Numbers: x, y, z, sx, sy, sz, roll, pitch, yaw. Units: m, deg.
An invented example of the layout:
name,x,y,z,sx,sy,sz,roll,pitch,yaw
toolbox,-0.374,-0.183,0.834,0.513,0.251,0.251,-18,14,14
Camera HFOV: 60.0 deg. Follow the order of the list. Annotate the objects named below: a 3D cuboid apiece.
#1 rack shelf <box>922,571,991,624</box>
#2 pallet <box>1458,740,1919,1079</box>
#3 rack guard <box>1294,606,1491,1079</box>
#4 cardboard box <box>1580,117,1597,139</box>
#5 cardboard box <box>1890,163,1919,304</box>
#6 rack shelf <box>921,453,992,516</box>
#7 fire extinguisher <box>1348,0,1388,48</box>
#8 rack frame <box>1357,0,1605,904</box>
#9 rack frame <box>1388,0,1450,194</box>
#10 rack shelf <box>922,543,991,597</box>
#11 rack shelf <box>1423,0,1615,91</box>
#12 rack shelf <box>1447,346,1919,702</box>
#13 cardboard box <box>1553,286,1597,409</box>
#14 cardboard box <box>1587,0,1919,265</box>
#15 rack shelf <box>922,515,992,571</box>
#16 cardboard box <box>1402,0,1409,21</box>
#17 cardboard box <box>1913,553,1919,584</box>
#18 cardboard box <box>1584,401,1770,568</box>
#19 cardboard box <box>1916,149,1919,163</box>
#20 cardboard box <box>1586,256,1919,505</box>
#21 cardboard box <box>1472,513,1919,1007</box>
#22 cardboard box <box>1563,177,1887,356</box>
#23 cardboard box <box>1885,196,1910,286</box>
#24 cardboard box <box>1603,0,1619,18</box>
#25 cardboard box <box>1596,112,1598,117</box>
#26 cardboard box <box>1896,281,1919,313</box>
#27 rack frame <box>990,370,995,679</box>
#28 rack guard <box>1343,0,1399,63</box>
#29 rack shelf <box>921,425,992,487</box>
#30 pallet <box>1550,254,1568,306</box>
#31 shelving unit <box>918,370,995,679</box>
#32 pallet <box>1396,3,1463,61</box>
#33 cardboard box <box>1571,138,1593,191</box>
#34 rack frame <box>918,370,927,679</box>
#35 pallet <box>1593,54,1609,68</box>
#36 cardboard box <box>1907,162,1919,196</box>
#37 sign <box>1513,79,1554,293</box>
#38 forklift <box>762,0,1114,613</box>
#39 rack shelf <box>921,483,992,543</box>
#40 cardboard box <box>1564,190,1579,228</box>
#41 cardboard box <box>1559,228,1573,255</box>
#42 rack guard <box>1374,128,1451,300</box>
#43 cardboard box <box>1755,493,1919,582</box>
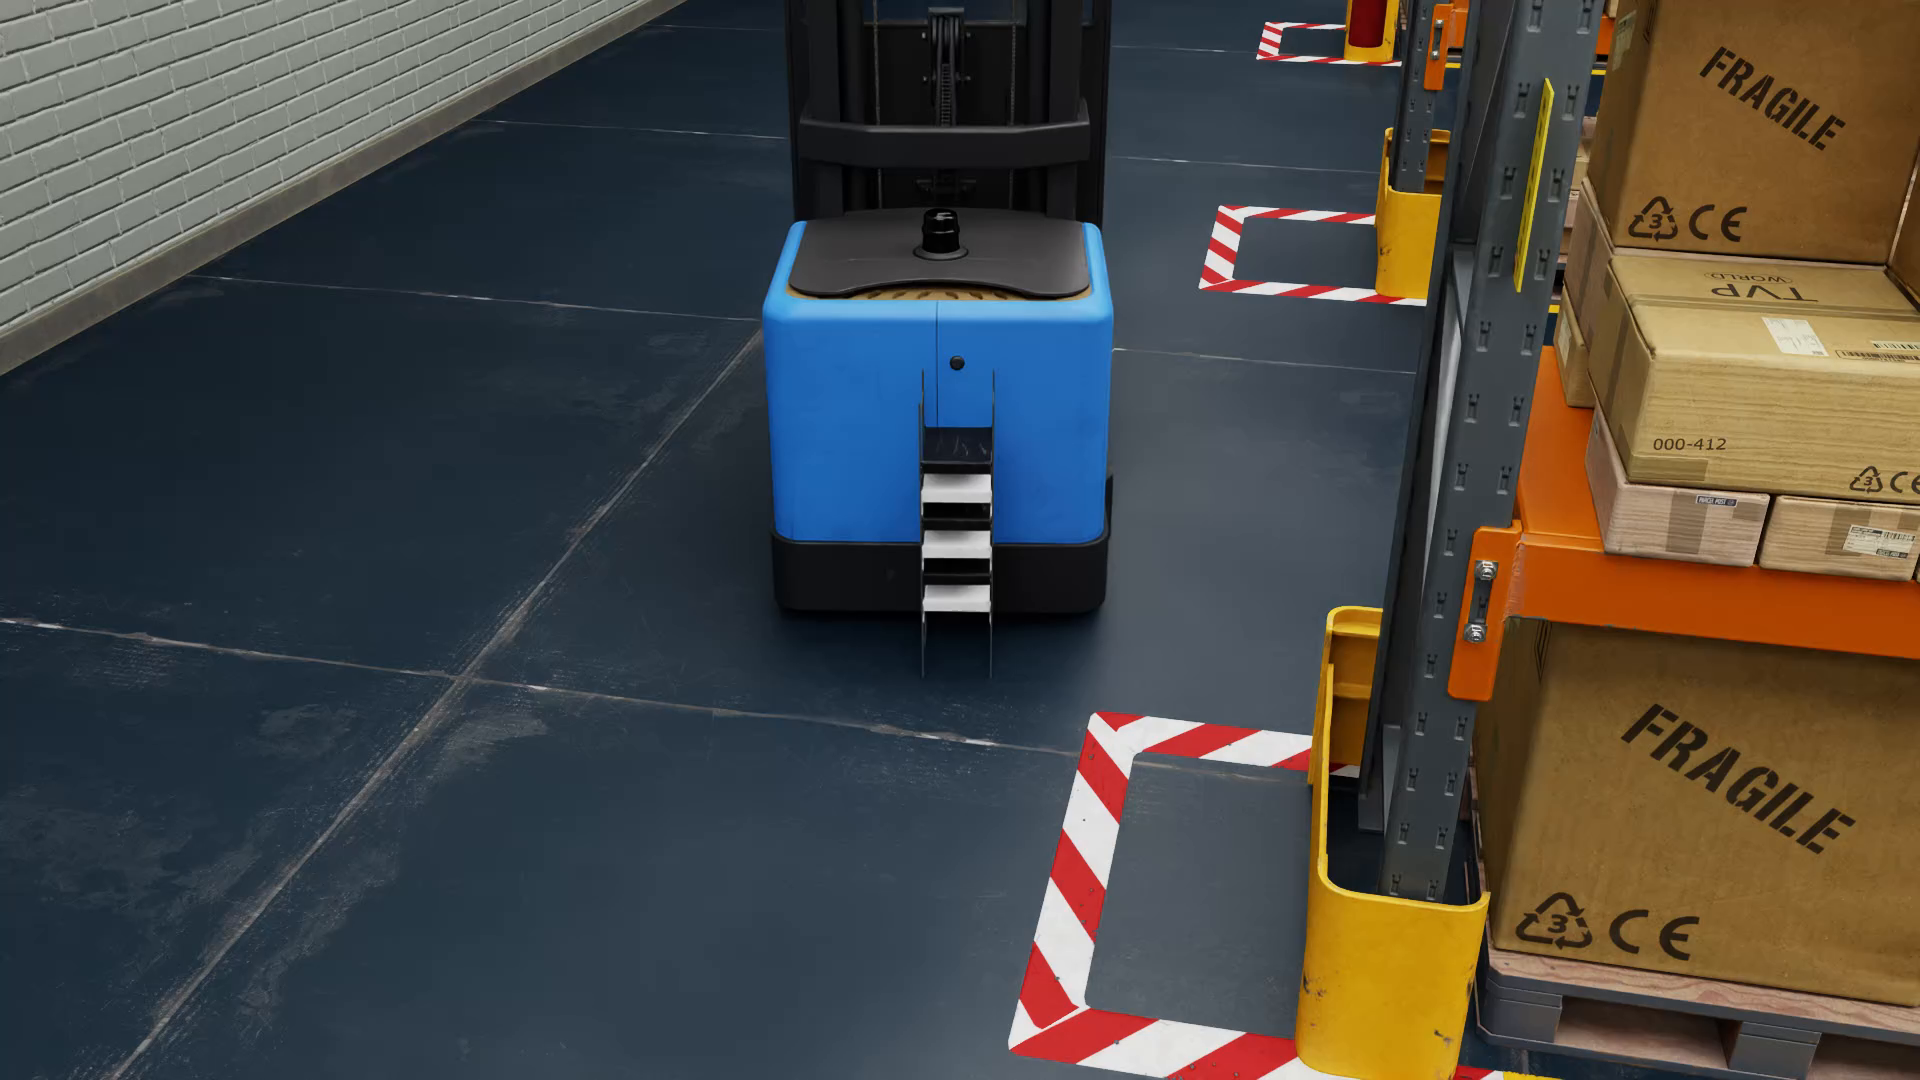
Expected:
name,x,y,z,sx,sy,sz,roll,pitch,yaw
rack shelf,-0.007,0.152,4.979,0.200,0.077,0.258,1,29,1
pallet,1.843,0.852,3.974,1.213,0.211,1.003,6,29,11
rack guard,1.021,0.680,3.988,0.348,0.500,1.175,6,29,11
cardboard box,2.984,-1.942,8.086,0.250,0.149,0.380,6,29,12
cardboard box,1.947,-0.583,2.757,0.500,0.500,0.500,5,29,9
rack shelf,-0.007,-0.163,4.805,0.200,0.077,0.258,1,29,1
fire extinguisher,2.029,-2.778,8.170,0.183,0.674,0.296,6,29,11
rack frame,1.045,-0.415,3.384,0.127,3.000,1.000,6,29,11
rack frame,2.179,-2.734,7.620,0.127,3.000,1.000,6,29,11
rack shelf,-0.007,0.073,4.935,0.200,0.077,0.258,1,29,1
rack shelf,4.135,-2.218,7.426,4.000,0.370,1.077,6,29,11
rack shelf,3.001,0.102,3.190,4.000,0.370,1.077,6,29,11
cardboard box,1.462,-0.423,3.661,0.250,0.149,0.380,6,29,12
cardboard box,1.576,-0.883,3.304,0.500,0.500,0.500,6,29,11
rack shelf,-0.007,-0.006,4.892,0.200,0.077,0.258,1,29,1
cardboard box,3.781,-4.110,12.364,0.875,0.438,0.875,5,29,9
cardboard box,1.825,-0.063,3.003,0.250,0.149,0.380,5,29,9
cardboard box,1.323,-0.114,3.096,0.250,0.149,0.380,6,29,11
cardboard box,4.508,-1.785,7.798,0.250,0.149,0.380,5,29,8
cardboard box,1.458,-0.304,3.029,0.500,0.250,0.500,5,29,9
cardboard box,1.687,0.360,3.744,0.875,0.875,0.875,6,29,11
cardboard box,1.574,-0.555,3.487,0.500,0.250,0.500,5,29,10
cardboard box,2.070,-0.504,3.393,0.500,0.250,0.500,5,29,10
cardboard box,2.937,-2.379,7.233,0.250,0.149,0.380,5,29,9
cardboard box,3.264,-1.976,8.147,0.250,0.149,0.380,5,29,9
cardboard box,1.968,-0.255,2.939,0.500,0.250,0.500,6,29,10
rack frame,0.095,-0.034,4.874,0.006,0.900,0.240,1,29,1
rack guard,3.091,-3.974,12.489,0.348,0.500,1.175,6,29,11
rack shelf,-0.007,-0.242,4.762,0.200,0.077,0.258,1,29,1
pallet,3.041,-1.405,8.096,1.213,0.211,1.003,6,29,11
shelving unit,-0.007,-0.035,4.876,0.210,0.900,0.258,1,29,1
pallet,3.913,-3.802,12.475,1.213,0.211,1.003,6,29,11
cardboard box,2.916,-1.745,7.726,0.250,0.149,0.380,6,29,11
rack frame,-0.109,-0.036,4.878,0.006,0.900,0.240,1,29,1
pallet,5.102,-3.679,12.249,1.213,0.211,1.003,6,29,11
cardboard box,4.178,-1.613,7.485,0.250,0.149,0.380,6,29,11
sign,0.923,-0.569,2.682,0.005,0.325,0.100,6,29,11
forklift,-0.035,-1.725,5.848,1.130,2.935,3.031,1,29,1
rack shelf,-0.007,-0.085,4.848,0.200,0.077,0.258,1,29,1
cardboard box,2.894,-1.571,7.717,0.250,0.149,0.380,6,29,10
cardboard box,2.898,-1.477,7.855,0.250,0.149,0.380,6,29,10
rack guard,2.254,-1.630,8.206,0.348,0.500,1.175,6,29,11
cardboard box,1.574,-0.089,3.050,0.250,0.149,0.380,5,29,10
